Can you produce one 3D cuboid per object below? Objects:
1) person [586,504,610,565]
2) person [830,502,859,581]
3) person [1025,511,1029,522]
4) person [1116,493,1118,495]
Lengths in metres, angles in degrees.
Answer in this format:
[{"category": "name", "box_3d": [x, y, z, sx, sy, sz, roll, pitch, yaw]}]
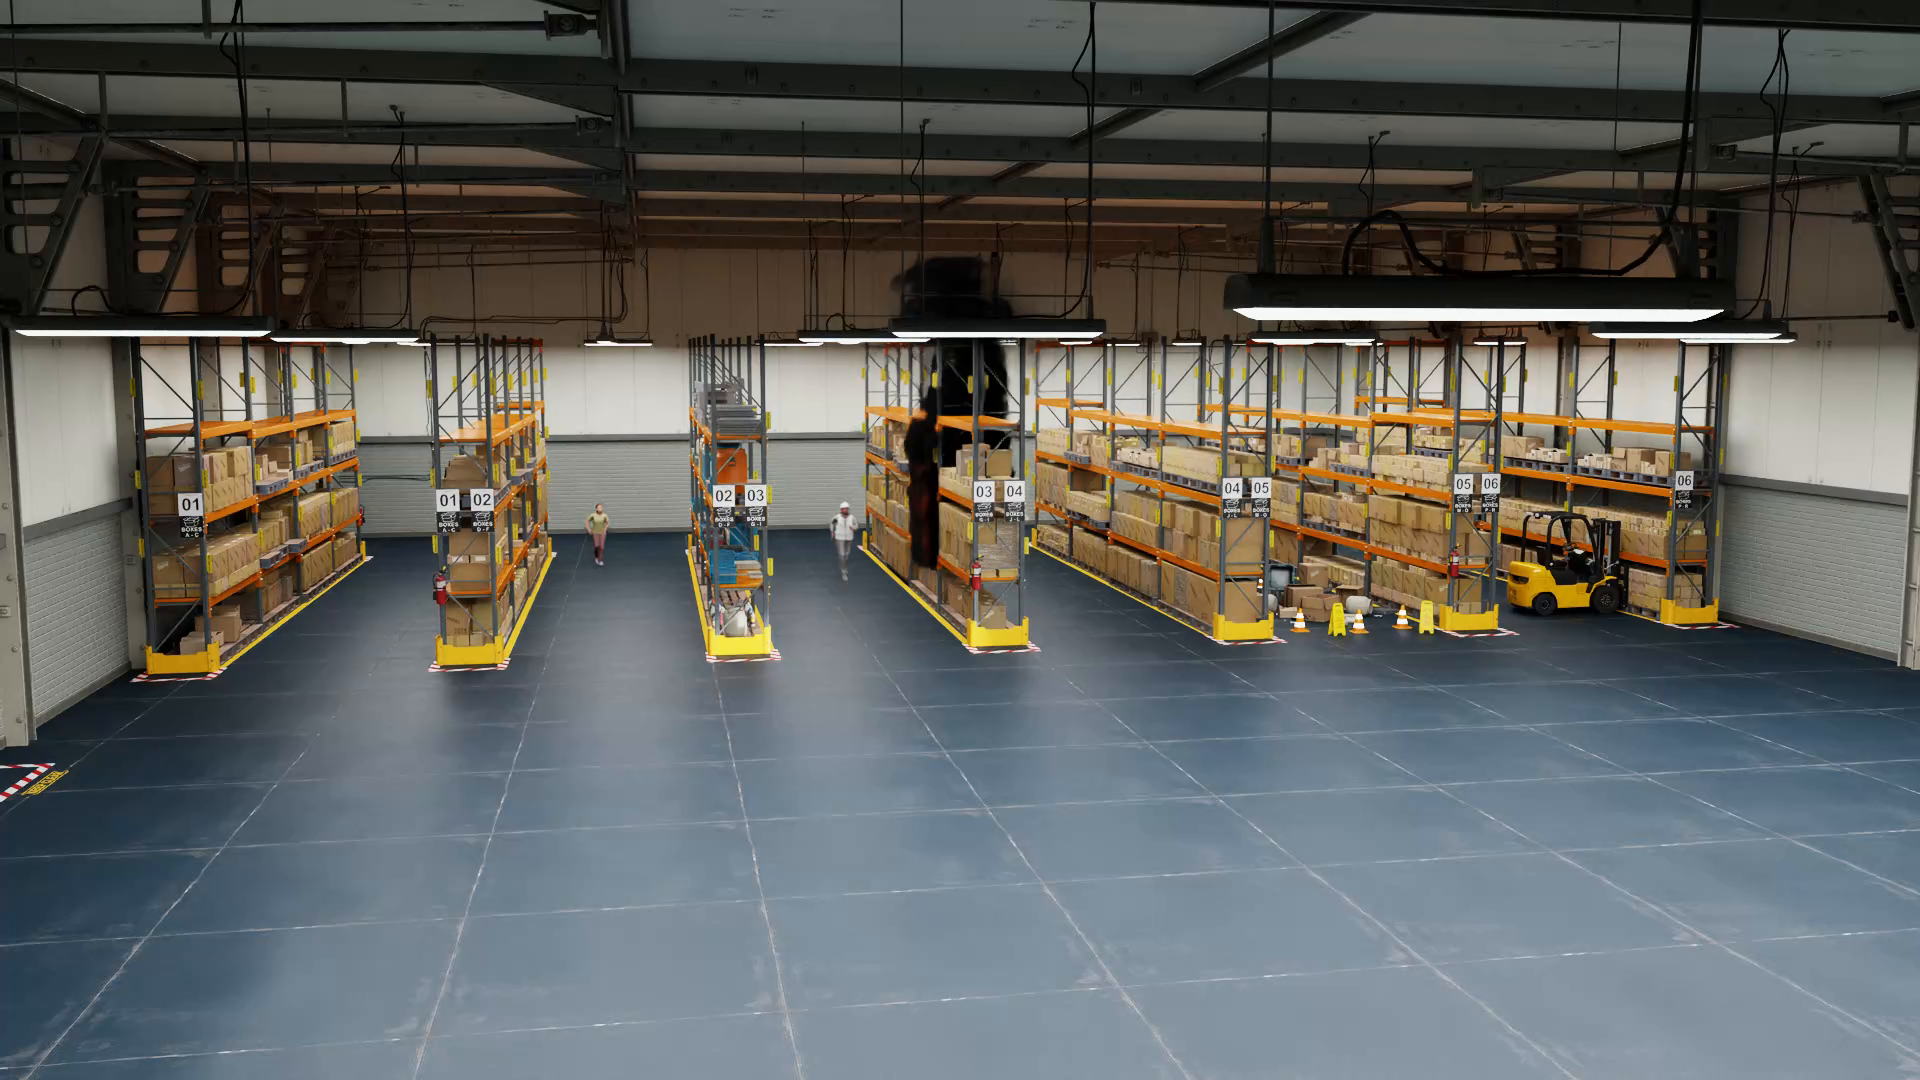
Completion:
[{"category": "person", "box_3d": [-9.587, -0.138, 44.098, 0.601, 1.629, 0.598, -2, 7, -19]}, {"category": "person", "box_3d": [-2.739, 0.016, 39.546, 0.627, 1.848, 0.822, -2, 7, -18]}, {"category": "person", "box_3d": [1.607, -0.253, 45.278, 0.516, 1.637, 0.764, -1, 7, -6]}, {"category": "person", "box_3d": [4.445, -0.479, 46.902, 0.576, 1.664, 0.715, -1, 7, -11]}]
